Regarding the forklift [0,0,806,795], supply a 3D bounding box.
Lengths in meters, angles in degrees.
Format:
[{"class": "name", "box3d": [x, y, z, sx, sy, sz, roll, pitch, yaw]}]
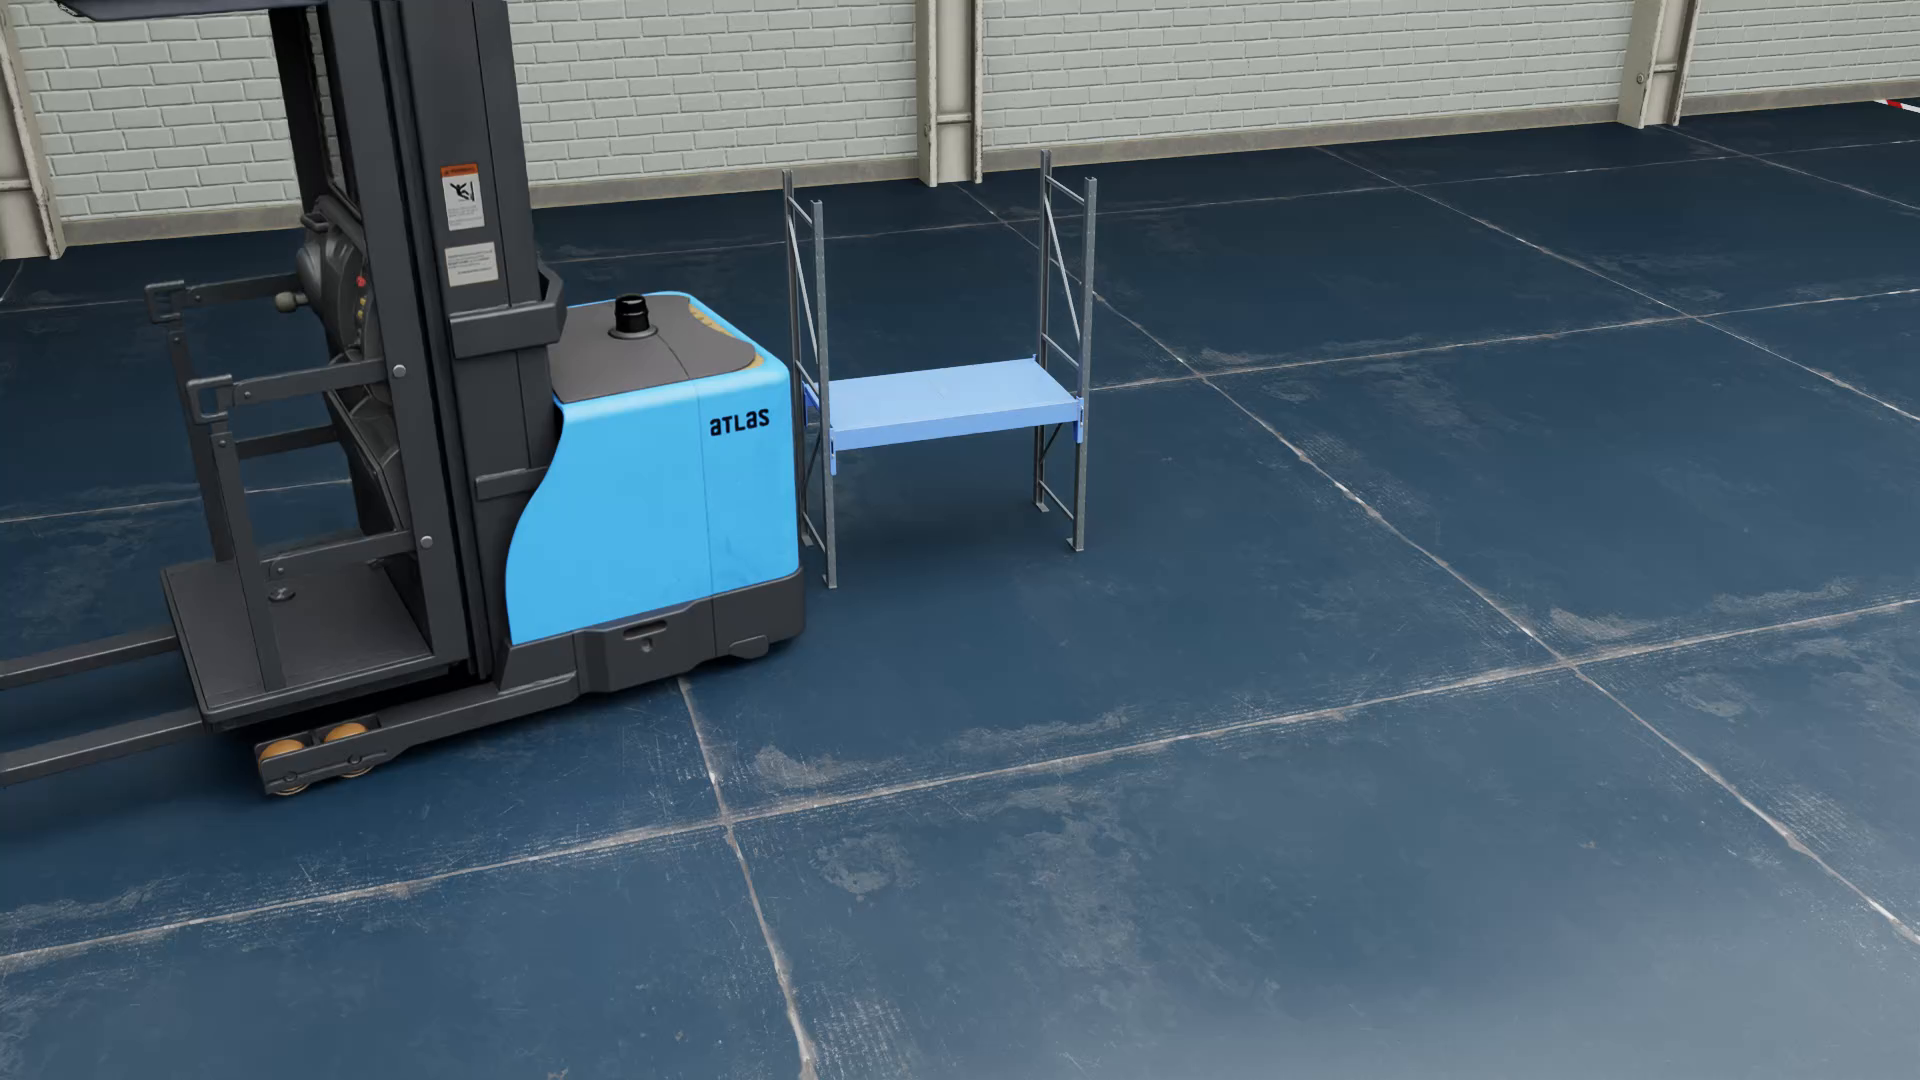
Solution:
[{"class": "forklift", "box3d": [-2.090, -0.791, 5.047, 3.031, 2.935, 1.130, -14, 30, -26]}]

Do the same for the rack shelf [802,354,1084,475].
[{"class": "rack shelf", "box3d": [-0.081, -0.499, 6.473, 1.000, 0.185, 0.538, -8, 28, -16]}]

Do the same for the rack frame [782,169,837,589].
[{"class": "rack frame", "box3d": [-0.564, -0.590, 6.252, 0.032, 1.500, 0.500, -8, 28, -16]}]

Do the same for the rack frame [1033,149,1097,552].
[{"class": "rack frame", "box3d": [0.402, -0.730, 6.534, 0.032, 1.500, 0.500, -8, 28, -16]}]

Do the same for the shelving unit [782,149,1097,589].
[{"class": "shelving unit", "box3d": [-0.081, -0.660, 6.393, 1.048, 1.500, 0.538, -8, 28, -16]}]

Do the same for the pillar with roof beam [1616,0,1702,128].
[{"class": "pillar with roof beam", "box3d": [6.963, -5.633, 7.978, 0.400, 9.000, 9.100, -8, 28, -16]}]

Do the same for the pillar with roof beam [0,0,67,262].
[{"class": "pillar with roof beam", "box3d": [-4.447, -3.981, 4.649, 0.400, 9.000, 9.100, -8, 28, -16]}]

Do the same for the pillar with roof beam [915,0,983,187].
[{"class": "pillar with roof beam", "box3d": [1.258, -4.807, 6.313, 0.400, 9.000, 9.100, -8, 28, -16]}]
